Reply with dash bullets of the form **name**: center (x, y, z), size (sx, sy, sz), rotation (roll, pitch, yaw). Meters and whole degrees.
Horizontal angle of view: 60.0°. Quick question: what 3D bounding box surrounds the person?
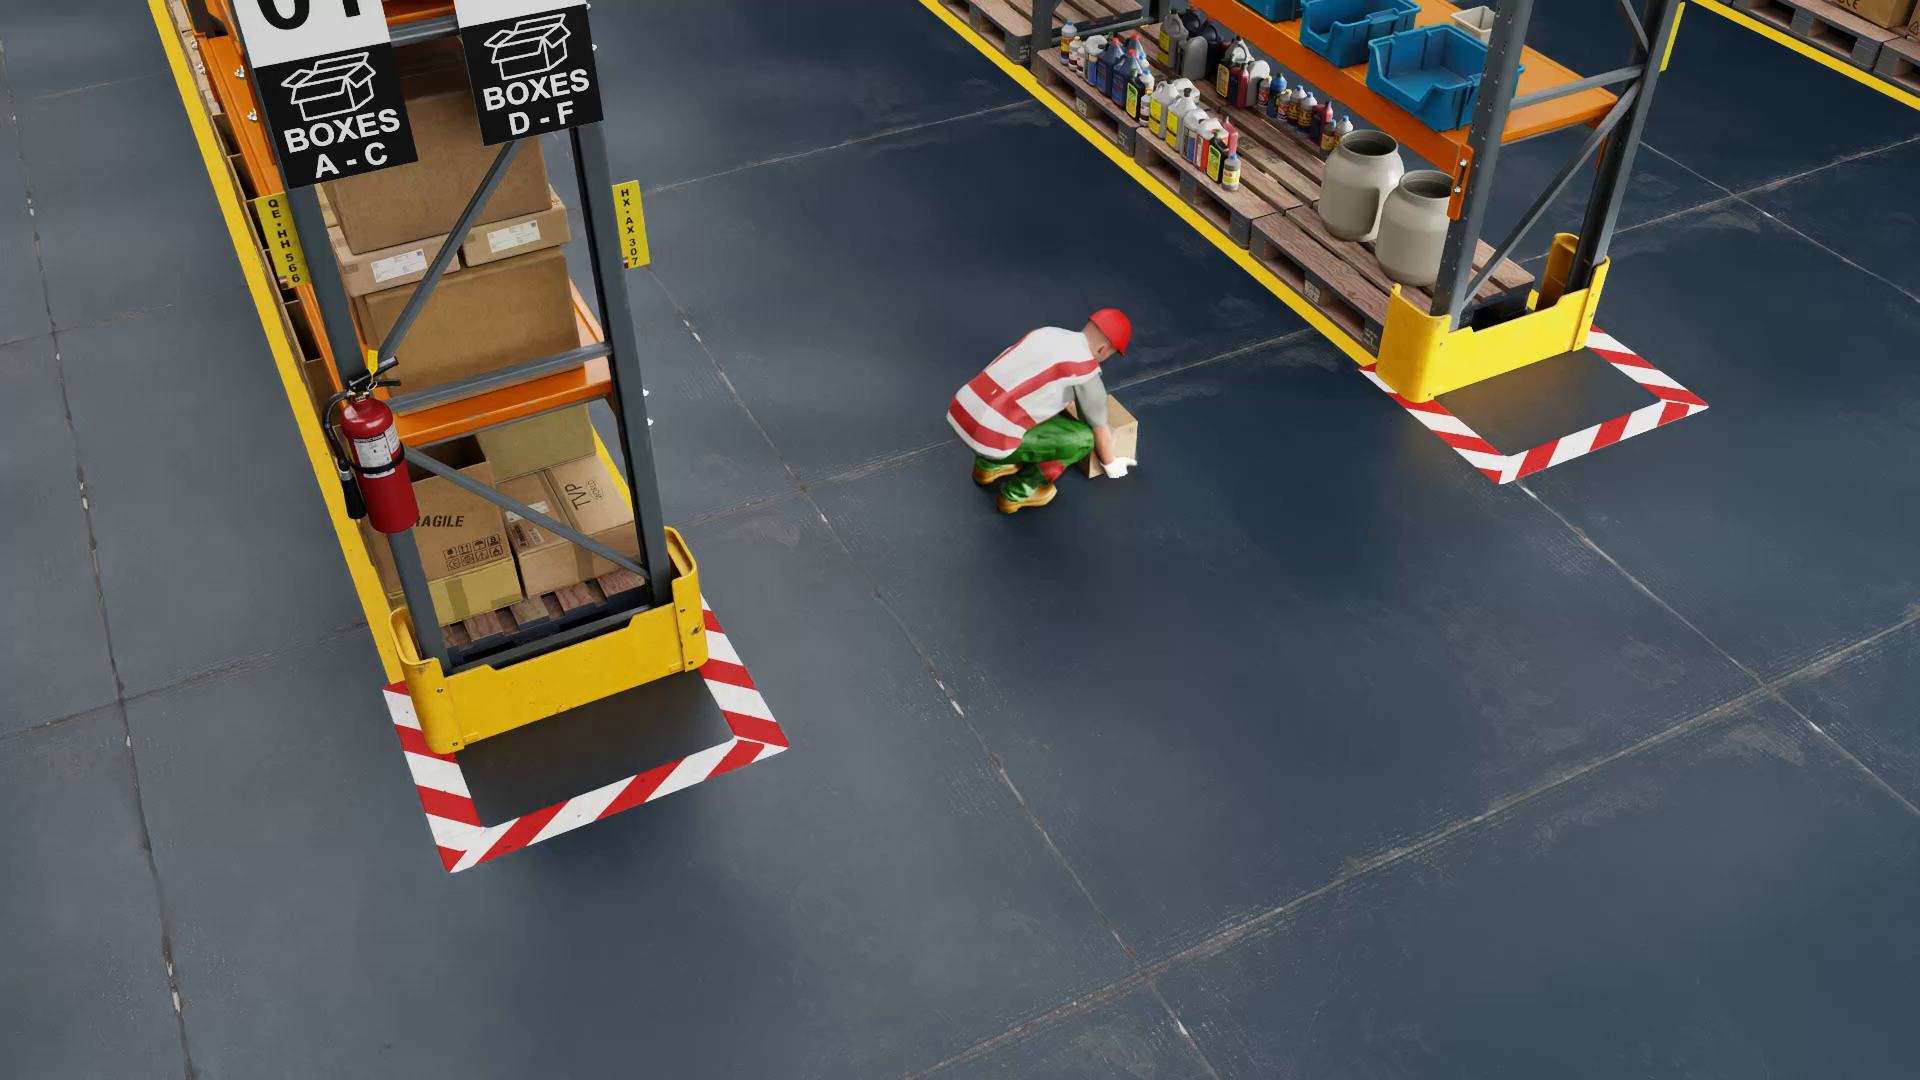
- **person**: center (0.387, -0.565, 7.636), size (0.923, 0.878, 0.544), rotation (-19, 44, -21)
